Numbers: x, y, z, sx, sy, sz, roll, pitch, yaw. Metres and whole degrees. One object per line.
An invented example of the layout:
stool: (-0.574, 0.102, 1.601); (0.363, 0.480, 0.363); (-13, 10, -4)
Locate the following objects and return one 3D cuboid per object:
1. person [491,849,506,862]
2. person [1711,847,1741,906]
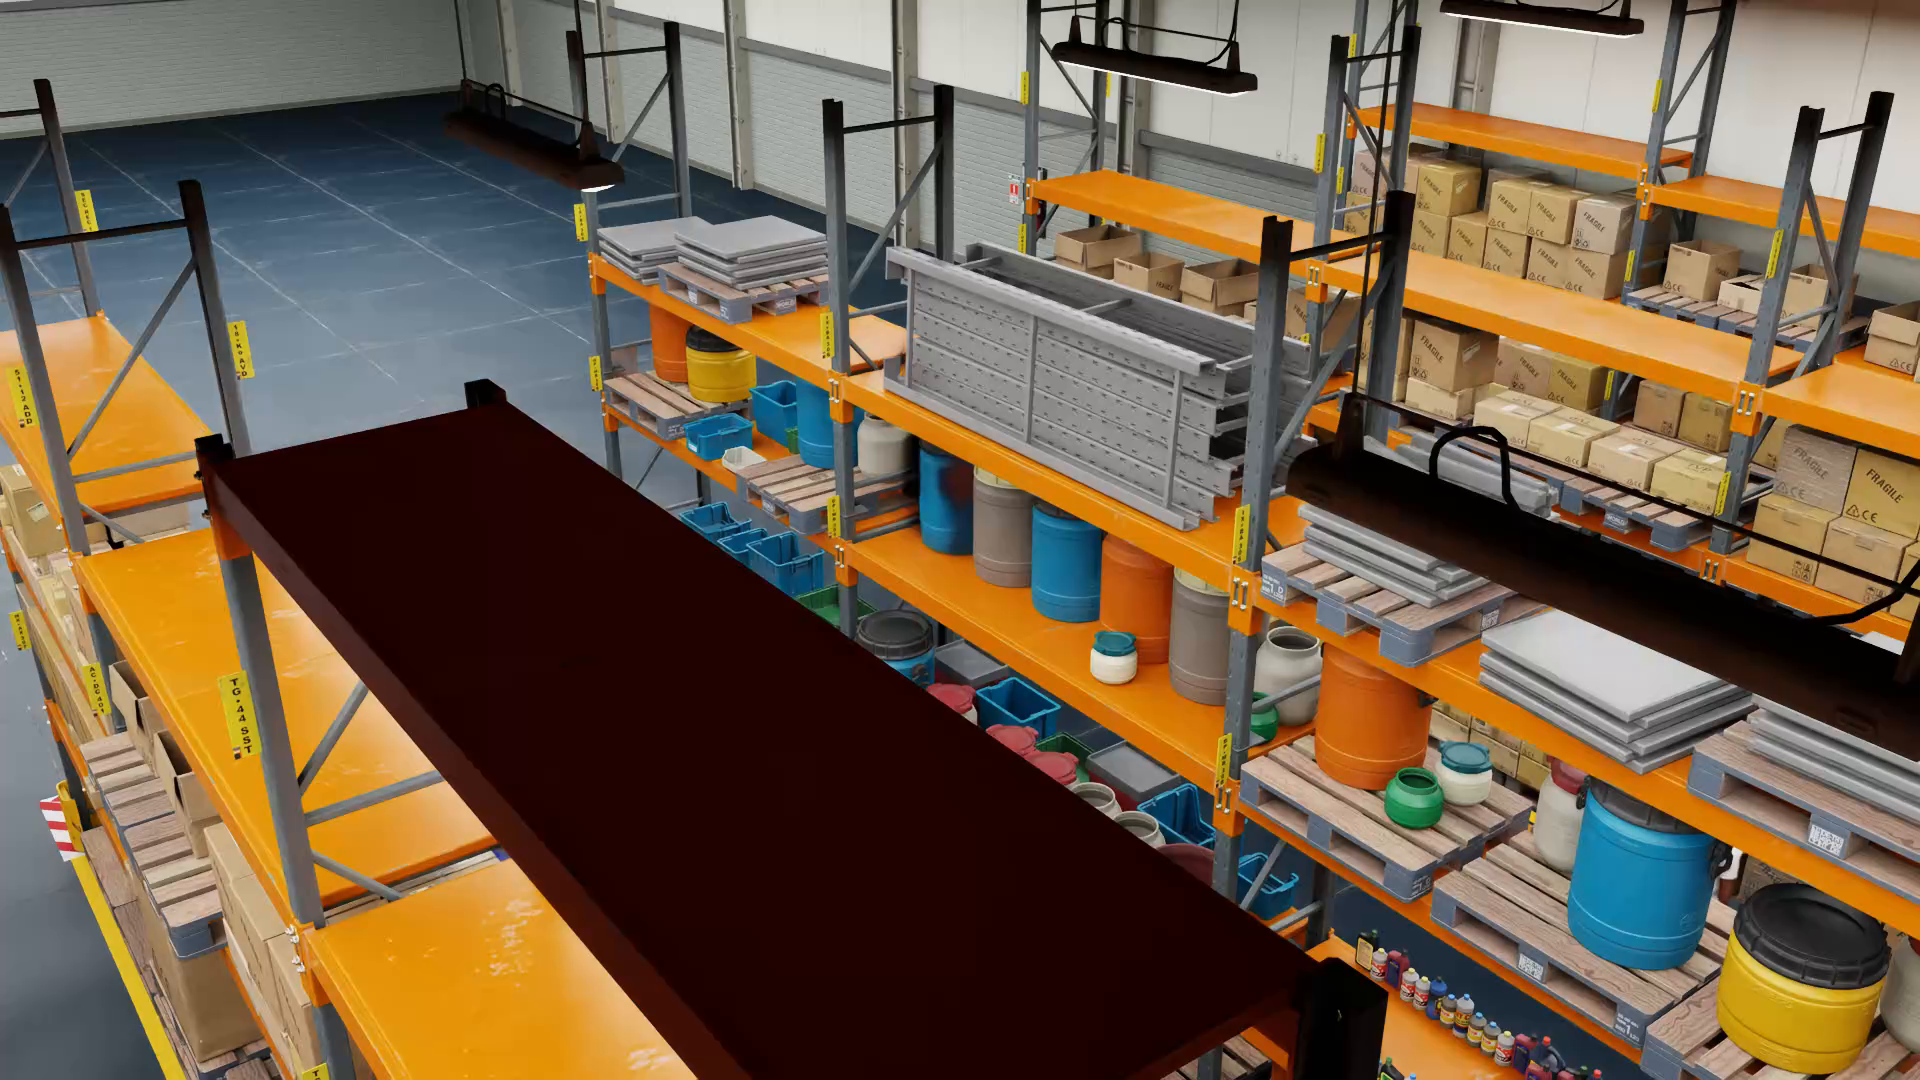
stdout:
person: (-3.130, 2.608, 11.400); (0.464, 1.657, 0.386); (8, 26, 17)
person: (5.024, 2.474, 11.542); (0.532, 1.786, 0.612); (-10, 27, -21)
